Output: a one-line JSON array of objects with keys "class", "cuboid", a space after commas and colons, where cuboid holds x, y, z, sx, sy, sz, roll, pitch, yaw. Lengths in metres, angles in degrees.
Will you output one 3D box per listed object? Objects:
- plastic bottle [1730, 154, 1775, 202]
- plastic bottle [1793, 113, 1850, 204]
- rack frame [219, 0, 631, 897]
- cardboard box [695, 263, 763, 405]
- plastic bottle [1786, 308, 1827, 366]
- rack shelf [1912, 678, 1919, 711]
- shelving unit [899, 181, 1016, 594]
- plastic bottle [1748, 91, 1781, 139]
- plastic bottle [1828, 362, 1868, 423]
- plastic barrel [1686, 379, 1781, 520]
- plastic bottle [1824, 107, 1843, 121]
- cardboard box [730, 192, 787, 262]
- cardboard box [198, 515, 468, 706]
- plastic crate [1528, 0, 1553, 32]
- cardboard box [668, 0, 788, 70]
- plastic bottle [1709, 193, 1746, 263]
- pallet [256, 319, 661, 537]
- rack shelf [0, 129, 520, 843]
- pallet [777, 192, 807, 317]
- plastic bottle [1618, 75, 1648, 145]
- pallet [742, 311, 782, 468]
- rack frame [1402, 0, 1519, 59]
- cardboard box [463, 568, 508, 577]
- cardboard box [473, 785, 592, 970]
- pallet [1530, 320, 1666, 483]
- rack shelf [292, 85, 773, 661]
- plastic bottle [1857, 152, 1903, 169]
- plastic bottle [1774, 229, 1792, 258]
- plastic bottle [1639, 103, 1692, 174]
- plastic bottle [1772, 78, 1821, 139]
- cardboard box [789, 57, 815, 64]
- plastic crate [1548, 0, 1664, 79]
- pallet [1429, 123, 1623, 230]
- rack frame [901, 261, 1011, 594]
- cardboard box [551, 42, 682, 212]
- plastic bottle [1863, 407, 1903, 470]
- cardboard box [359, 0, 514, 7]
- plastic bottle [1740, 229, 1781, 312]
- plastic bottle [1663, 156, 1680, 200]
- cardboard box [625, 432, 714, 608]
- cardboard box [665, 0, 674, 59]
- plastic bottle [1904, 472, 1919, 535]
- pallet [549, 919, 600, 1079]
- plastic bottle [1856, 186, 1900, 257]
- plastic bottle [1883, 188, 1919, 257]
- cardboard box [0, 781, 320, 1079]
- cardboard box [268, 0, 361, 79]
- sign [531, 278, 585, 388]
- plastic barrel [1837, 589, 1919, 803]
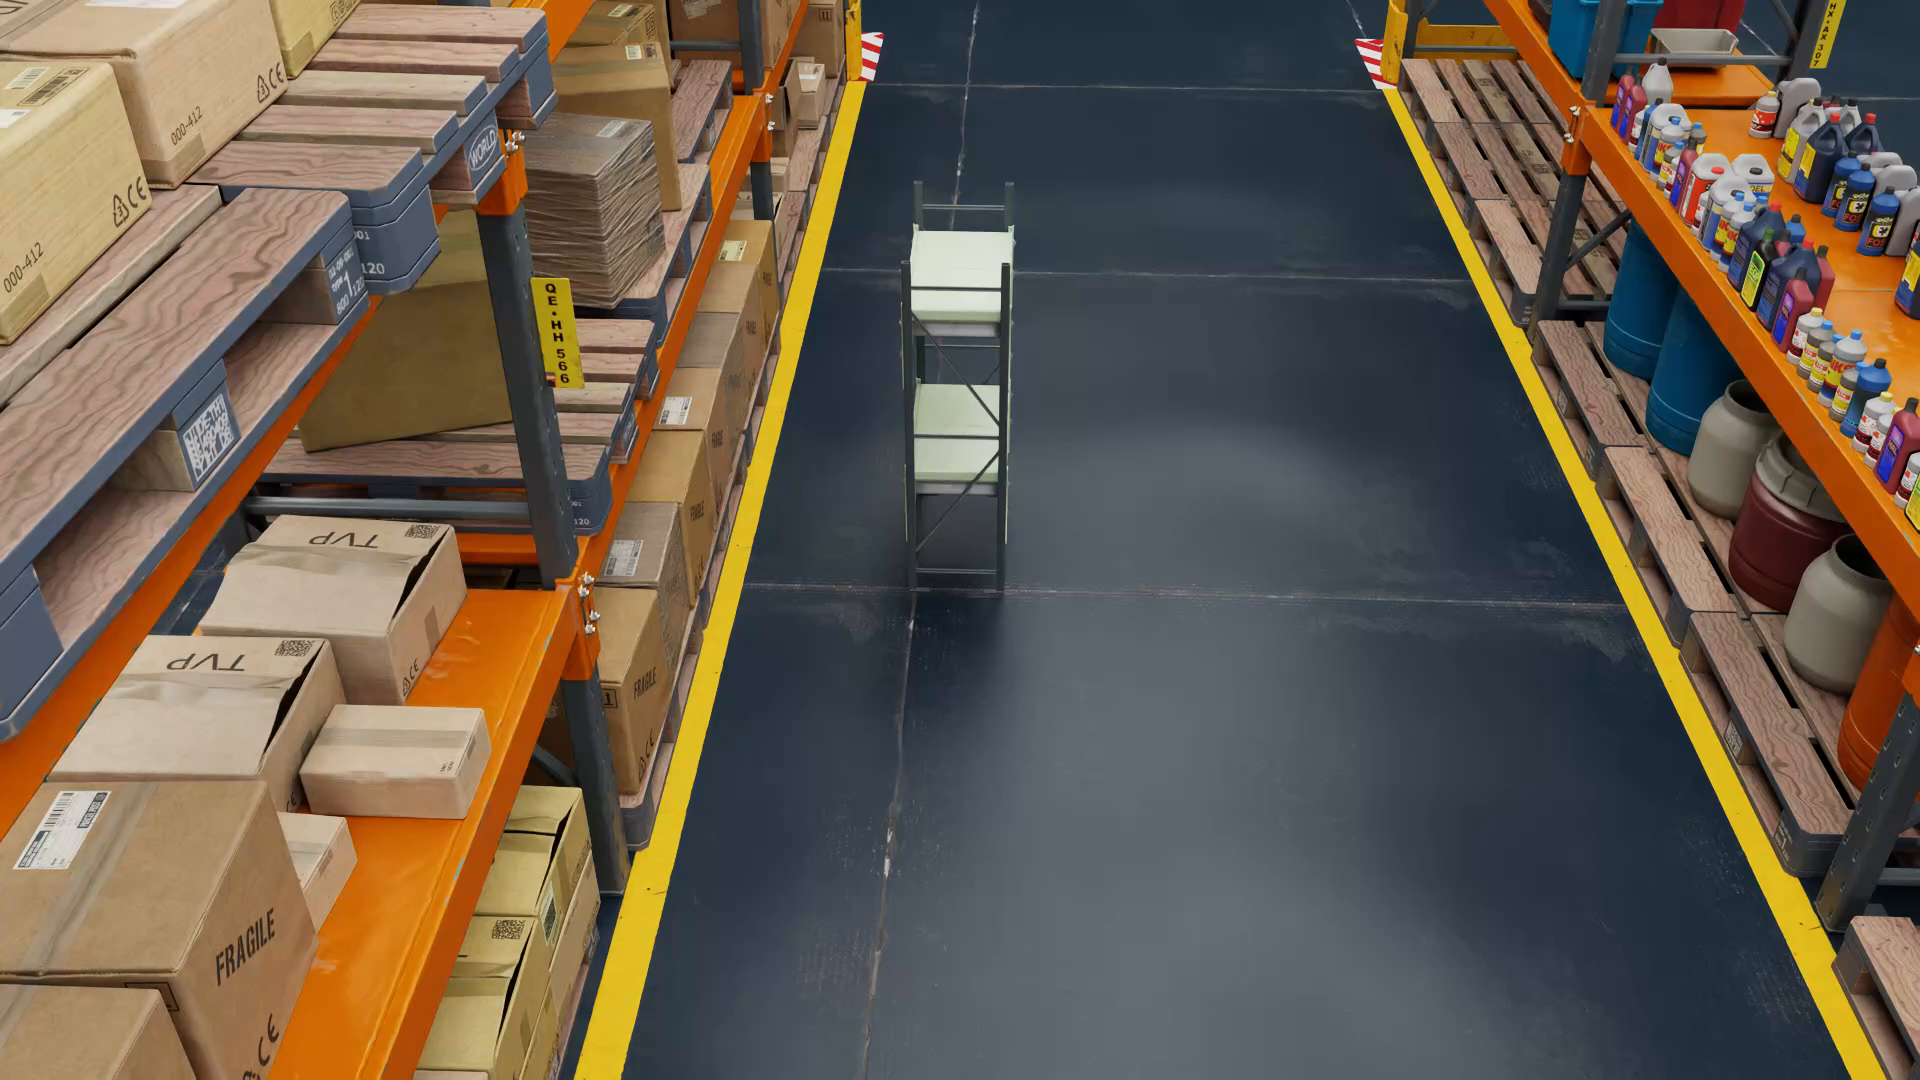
[{"class": "plastic bottle", "cuboid": [3.205, -1.421, 6.771, 0.152, 0.276, 0.135, 1, 35, 2]}, {"class": "plastic bottle", "cuboid": [3.628, -1.606, 6.969, 0.144, 0.351, 0.185, 1, 35, 2]}, {"class": "rack frame", "cuboid": [-1.620, -0.083, 4.759, 1.000, 3.000, 0.127, 1, 35, 2]}, {"class": "cardboard box", "cuboid": [-1.222, -0.964, 7.805, 0.500, 0.500, 0.500, 1, 35, 2]}, {"class": "plastic bottle", "cuboid": [2.978, -0.717, 5.835, 0.097, 0.201, 0.097, 0, 35, 0]}, {"class": "rack shelf", "cuboid": [3.248, 1.477, 3.165, 1.077, 0.370, 4.000, 1, 35, 2]}, {"class": "shelving unit", "cuboid": [0.000, -0.610, 6.813, 0.431, 1.500, 0.755, 1, 35, 2]}, {"class": "plastic bottle", "cuboid": [3.671, -1.942, 7.577, 0.097, 0.201, 0.097, 0, 35, 0]}, {"class": "plastic bottle", "cuboid": [2.963, -0.494, 5.517, 0.097, 0.201, 0.097, 0, 35, 0]}, {"class": "plastic barrel", "cuboid": [3.310, -0.377, 6.976, 0.421, 0.512, 0.421, 0, 35, 0]}, {"class": "plastic bottle", "cuboid": [3.782, -1.770, 7.268, 0.152, 0.276, 0.135, 1, 35, 2]}, {"class": "cardboard box", "cuboid": [-1.227, -1.697, 9.012, 0.500, 0.311, 0.500, 1, 35, 2]}, {"class": "cardboard box", "cuboid": [-1.679, 0.161, 4.489, 0.500, 0.311, 0.500, 3, 35, 5]}, {"class": "plastic crate", "cuboid": [3.266, -2.826, 8.849, 0.437, 0.125, 0.590, 1, 35, 2]}, {"class": "cardboard box", "cuboid": [-1.167, -2.709, 8.408, 0.500, 0.500, 0.500, 2, 35, 3]}, {"class": "plastic bottle", "cuboid": [3.012, -1.224, 6.494, 0.097, 0.271, 0.097, 0, 35, 0]}, {"class": "pallet", "cuboid": [-1.663, -0.396, 5.371, 1.213, 0.211, 1.003, 1, 35, 2]}, {"class": "rack shelf", "cuboid": [-1.701, 0.133, 2.469, 1.077, 0.370, 4.000, 1, 35, 2]}, {"class": "pallet", "cuboid": [-1.431, -1.635, 9.393, 1.003, 0.211, 1.213, 1, 35, 2]}, {"class": "plastic bottle", "cuboid": [3.043, -1.939, 7.502, 0.061, 0.283, 0.133, 1, 35, 2]}, {"class": "pallet", "cuboid": [-1.455, -0.772, 8.165, 1.003, 0.211, 1.213, 1, 35, 2]}, {"class": "rack frame", "cuboid": [3.650, -4.563, 11.134, 1.000, 3.000, 0.127, 1, 35, 2]}, {"class": "cardboard box", "cuboid": [-1.819, -0.122, 5.955, 0.500, 0.250, 0.500, 3, 35, 4]}, {"class": "cardboard box", "cuboid": [-1.395, 0.947, 4.832, 0.500, 0.311, 0.500, 2, 35, 3]}, {"class": "pallet", "cuboid": [3.417, -0.681, 8.036, 1.003, 0.211, 1.213, 1, 35, 2]}, {"class": "rack shelf", "cuboid": [-1.540, -0.938, 6.601, 1.077, 0.370, 4.000, 1, 35, 2]}, {"class": "plastic bottle", "cuboid": [3.762, -1.480, 6.856, 0.152, 0.276, 0.135, 1, 35, 2]}, {"class": "plastic bottle", "cuboid": [3.038, -0.999, 6.164, 0.061, 0.283, 0.133, 1, 35, 2]}, {"class": "plastic bottle", "cuboid": [3.075, -1.746, 7.234, 0.152, 0.276, 0.135, 1, 35, 2]}, {"class": "plastic bottle", "cuboid": [3.797, -1.980, 7.566, 0.152, 0.276, 0.135, 1, 35, 2]}, {"class": "cardboard box", "cuboid": [-1.181, -3.151, 11.207, 0.380, 0.166, 0.250, 1, 35, 2]}, {"class": "plastic crate", "cuboid": [3.167, -2.559, 8.244, 0.392, 0.384, 0.575, 1, 35, 2]}, {"class": "pallet", "cuboid": [3.526, -2.250, 10.268, 1.003, 0.211, 1.213, 1, 35, 2]}, {"class": "rack frame", "cuboid": [-0.015, -0.399, 6.514, 0.400, 1.500, 0.023, 1, 35, 2]}, {"class": "cardboard box", "cuboid": [-1.469, -1.577, 6.434, 0.700, 0.500, 0.500, -7, 36, -10]}, {"class": "plastic bottle", "cuboid": [2.951, -0.326, 5.278, 0.097, 0.201, 0.097, 0, 35, 0]}, {"class": "cardboard box", "cuboid": [-1.637, -1.603, 4.226, 0.910, 0.500, 0.500, 1, 35, 2]}, {"class": "plastic bottle", "cuboid": [2.977, -1.001, 6.166, 0.061, 0.283, 0.133, 1, 35, 2]}, {"class": "plastic bottle", "cuboid": [3.036, -1.538, 7.003, 0.097, 0.201, 0.097, 0, 35, 0]}, {"class": "cardboard box", "cuboid": [-1.276, -0.084, 6.552, 0.500, 0.500, 0.500, 1, 35, 1]}, {"class": "cardboard box", "cuboid": [-1.696, -2.715, 8.418, 0.500, 0.500, 0.500, 2, 35, 3]}, {"class": "plastic bottle", "cuboid": [2.919, -0.161, 4.972, 0.061, 0.283, 0.133, 1, 35, 2]}, {"class": "pallet", "cuboid": [-1.693, 1.530, 4.890, 1.003, 0.211, 1.213, 1, 35, 2]}, {"class": "plastic bottle", "cuboid": [3.622, -1.260, 6.546, 0.097, 0.271, 0.097, 0, 35, 0]}, {"class": "plastic bottle", "cuboid": [3.747, -1.270, 6.556, 0.152, 0.276, 0.135, 1, 35, 2]}, {"class": "cardboard box", "cuboid": [-1.672, 0.840, 3.358, 0.500, 0.500, 0.500, 0, 35, -1]}, {"class": "cardboard box", "cuboid": [-1.582, -1.159, 3.447, 0.500, 0.250, 0.500, -1, 35, -2]}, {"class": "sign", "cuboid": [-1.066, -0.546, 4.411, 0.100, 0.325, 0.005, 1, 35, 2]}, {"class": "plastic barrel", "cuboid": [3.331, 0.468, 5.497, 0.600, 0.830, 0.708, 1, 35, 2]}]
